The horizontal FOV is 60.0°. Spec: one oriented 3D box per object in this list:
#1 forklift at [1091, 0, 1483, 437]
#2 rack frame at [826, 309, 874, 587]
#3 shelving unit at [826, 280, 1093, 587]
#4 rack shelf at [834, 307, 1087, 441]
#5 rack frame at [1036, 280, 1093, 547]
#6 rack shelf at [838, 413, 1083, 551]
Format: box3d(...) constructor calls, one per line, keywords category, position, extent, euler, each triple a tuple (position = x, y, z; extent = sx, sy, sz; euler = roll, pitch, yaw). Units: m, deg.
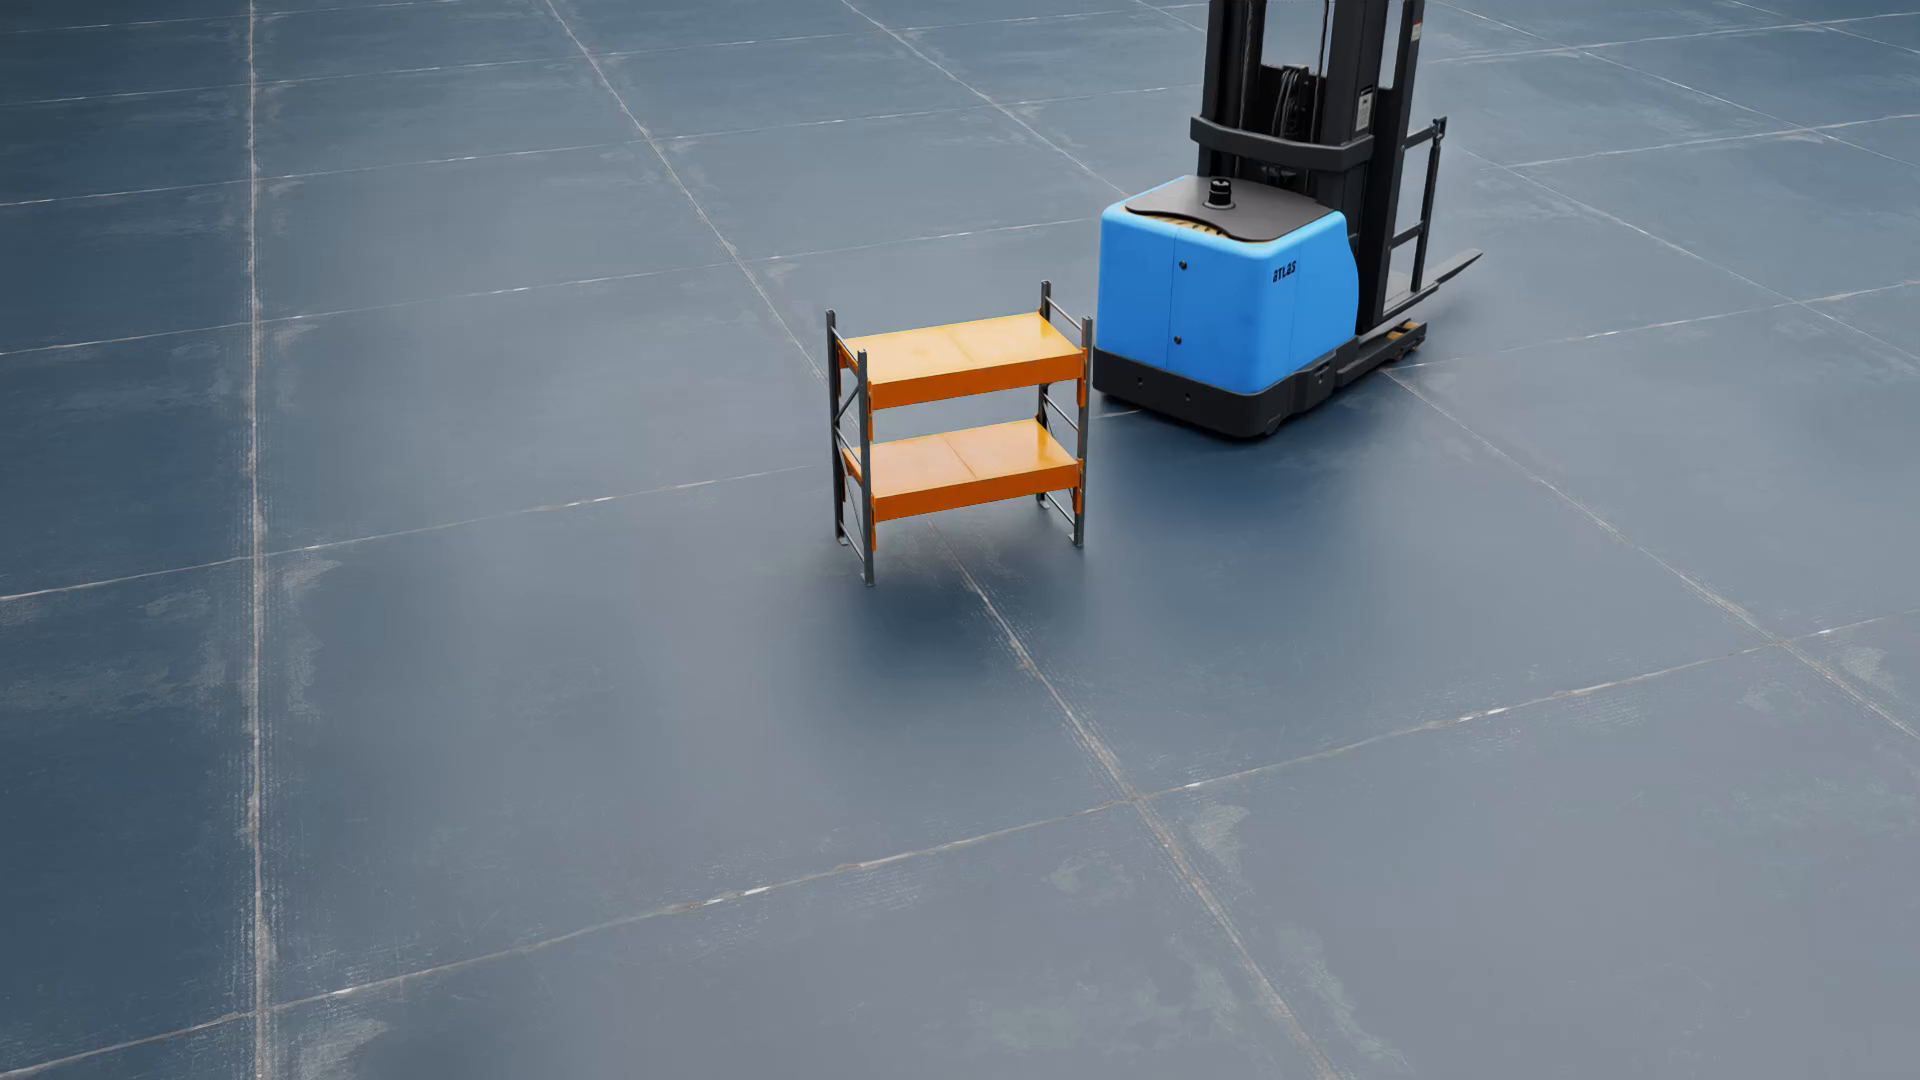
box3d(category="forklift", position=(2.063, -2.450, 9.089), extent=(1.130, 2.935, 3.031), euler=(23, 37, 35))
box3d(category="rack frame", position=(-0.483, -0.400, 7.315), extent=(0.032, 1.125, 0.500), euler=(-10, 31, -18))
box3d(category="shelving unit", position=(-0.006, -0.488, 7.469), extent=(1.048, 1.125, 0.538), euler=(-10, 31, -18))
box3d(category="rack shelf", position=(-0.006, -0.742, 7.325), extent=(1.000, 0.278, 0.538), euler=(-10, 31, -18))
box3d(category="rack frame", position=(0.470, -0.575, 7.624), extent=(0.032, 1.125, 0.500), euler=(-10, 31, -18))
box3d(category="rack shelf", position=(-0.006, -0.275, 7.591), extent=(1.000, 0.278, 0.538), euler=(-10, 31, -18))
